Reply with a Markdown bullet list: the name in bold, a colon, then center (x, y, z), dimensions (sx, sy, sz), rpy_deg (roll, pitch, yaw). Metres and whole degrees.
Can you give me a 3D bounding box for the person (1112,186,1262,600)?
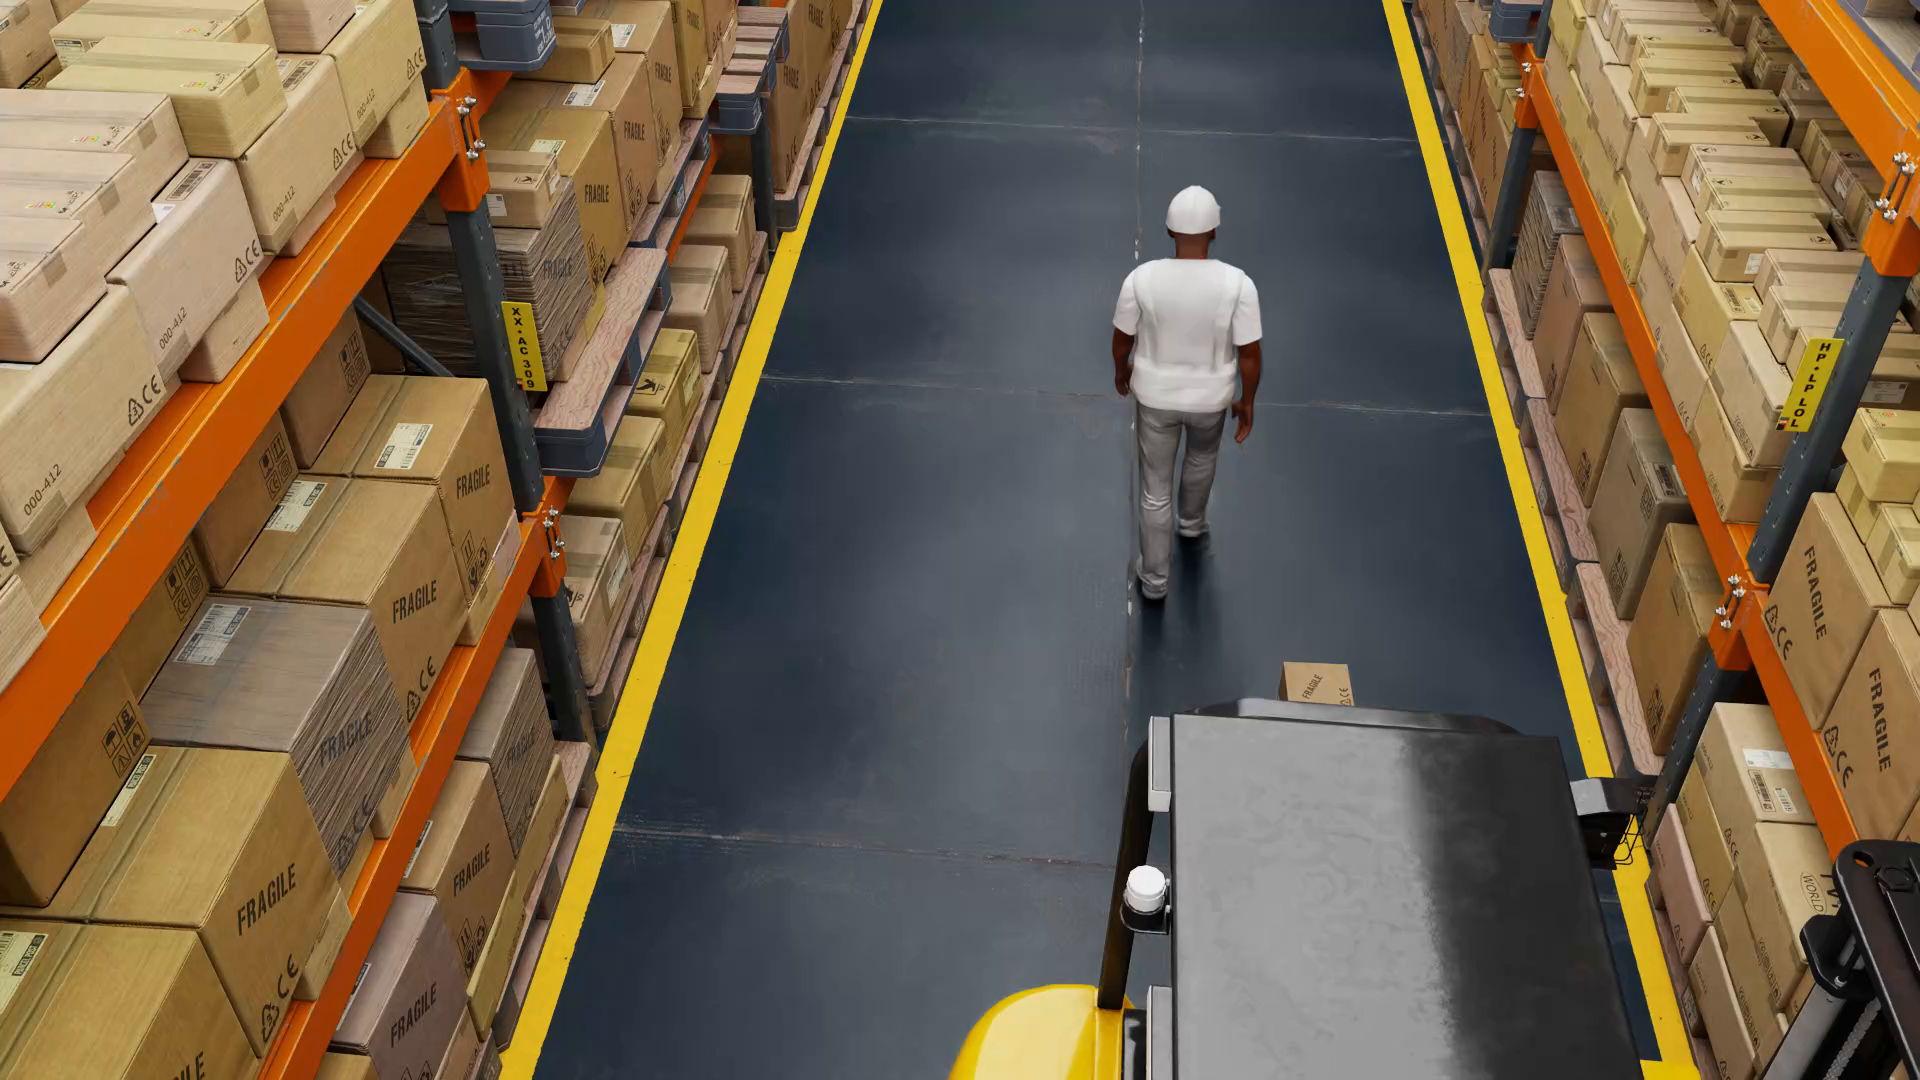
- **person**: center (0.910, -0.572, 6.854), dimensions (0.598, 1.825, 0.703), rpy_deg (3, 40, 3)
